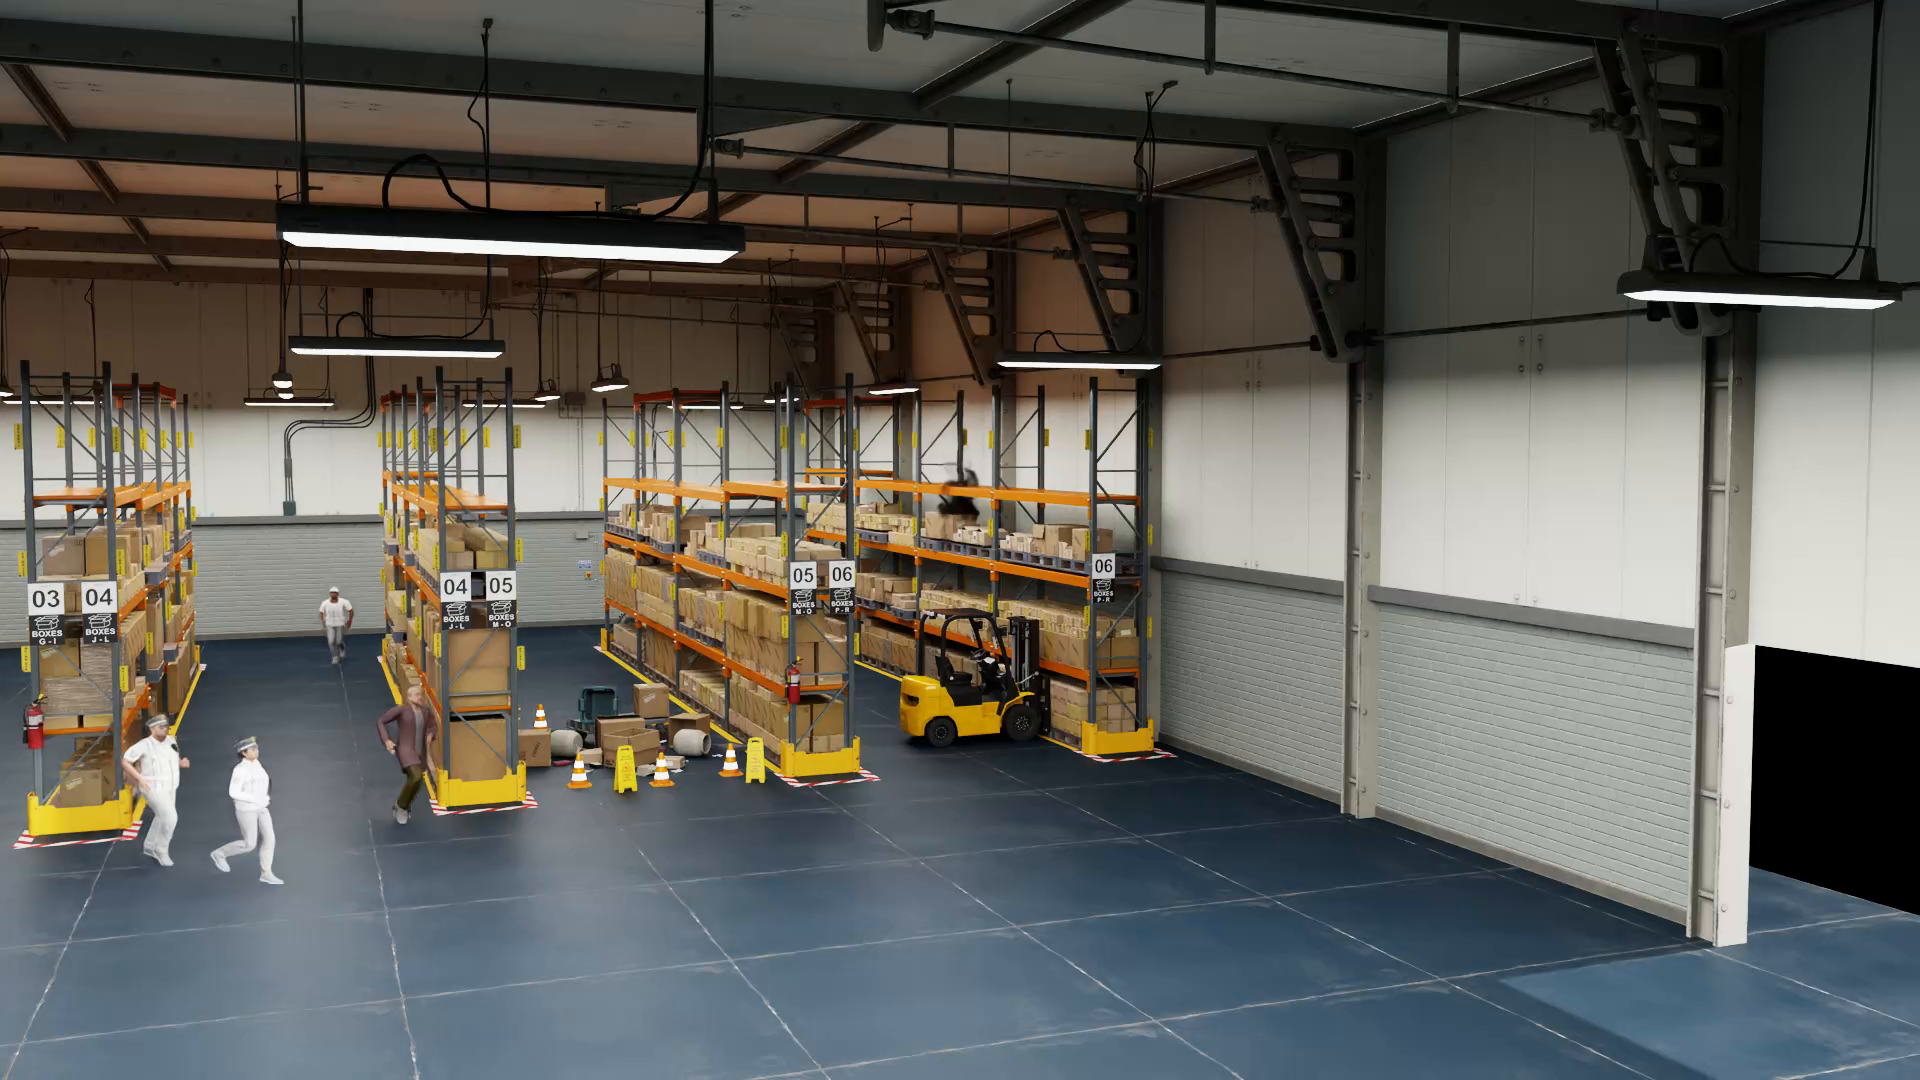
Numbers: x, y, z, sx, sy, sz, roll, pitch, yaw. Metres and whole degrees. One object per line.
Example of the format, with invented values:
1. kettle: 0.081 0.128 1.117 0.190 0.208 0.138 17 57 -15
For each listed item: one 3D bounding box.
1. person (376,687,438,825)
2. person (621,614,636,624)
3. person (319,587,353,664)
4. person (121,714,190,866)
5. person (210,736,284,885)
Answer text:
1. person: -7.195 2.821 21.884 0.638 1.770 0.727 2 4 30
2. person: -8.083 1.728 40.903 0.529 1.639 0.675 0 3 8
3. person: -14.004 1.906 37.315 0.732 1.728 0.607 -1 4 -11
4. person: -9.418 2.959 19.610 0.700 1.832 0.650 1 4 15
5. person: -8.031 3.050 18.757 0.822 1.688 0.617 0 3 7
